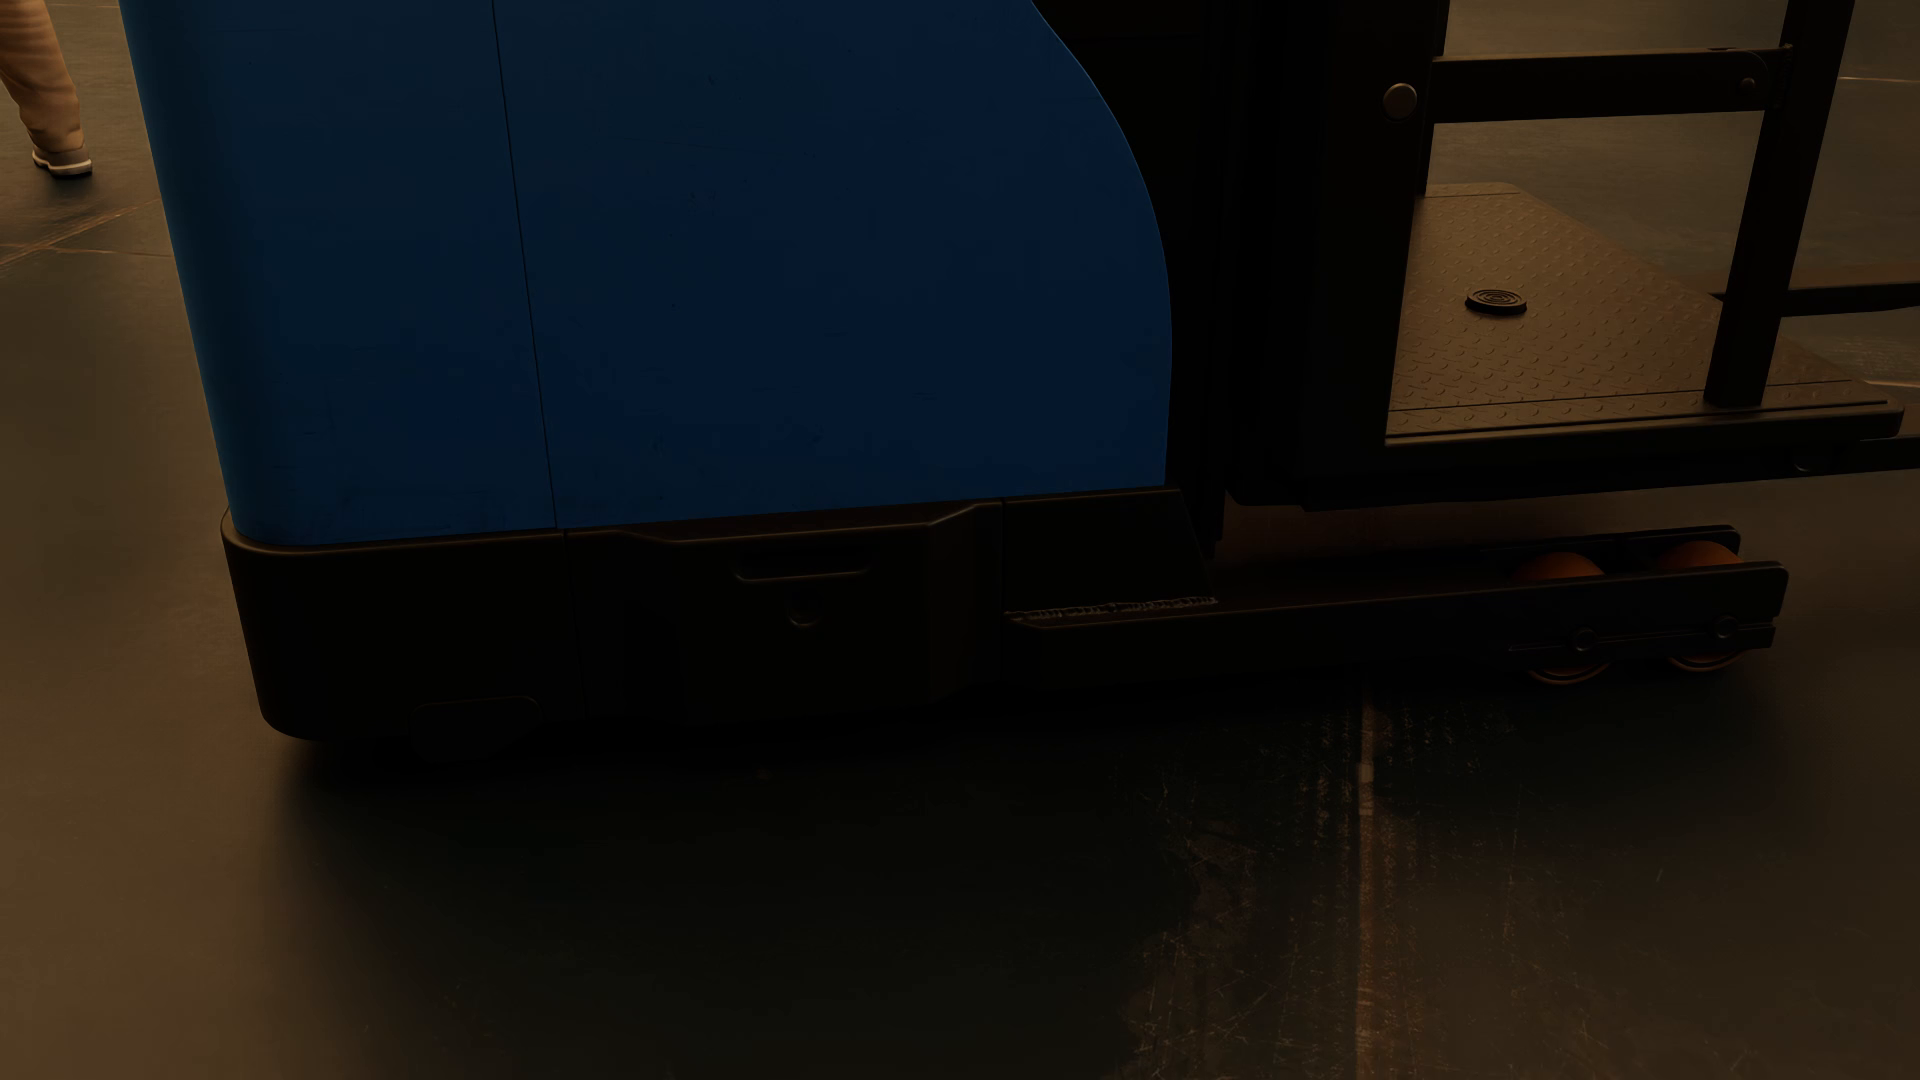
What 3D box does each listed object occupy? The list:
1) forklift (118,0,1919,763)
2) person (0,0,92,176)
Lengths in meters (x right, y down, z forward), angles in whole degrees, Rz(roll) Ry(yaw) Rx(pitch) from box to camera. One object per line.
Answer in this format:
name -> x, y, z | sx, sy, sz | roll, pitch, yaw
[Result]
forklift -> 0.600, -1.354, 1.930 | 3.031, 2.935, 1.130 | -4, 27, -9
person -> -2.536, -1.703, 3.957 | 0.383, 1.726, 0.591 | 21, 33, 35
